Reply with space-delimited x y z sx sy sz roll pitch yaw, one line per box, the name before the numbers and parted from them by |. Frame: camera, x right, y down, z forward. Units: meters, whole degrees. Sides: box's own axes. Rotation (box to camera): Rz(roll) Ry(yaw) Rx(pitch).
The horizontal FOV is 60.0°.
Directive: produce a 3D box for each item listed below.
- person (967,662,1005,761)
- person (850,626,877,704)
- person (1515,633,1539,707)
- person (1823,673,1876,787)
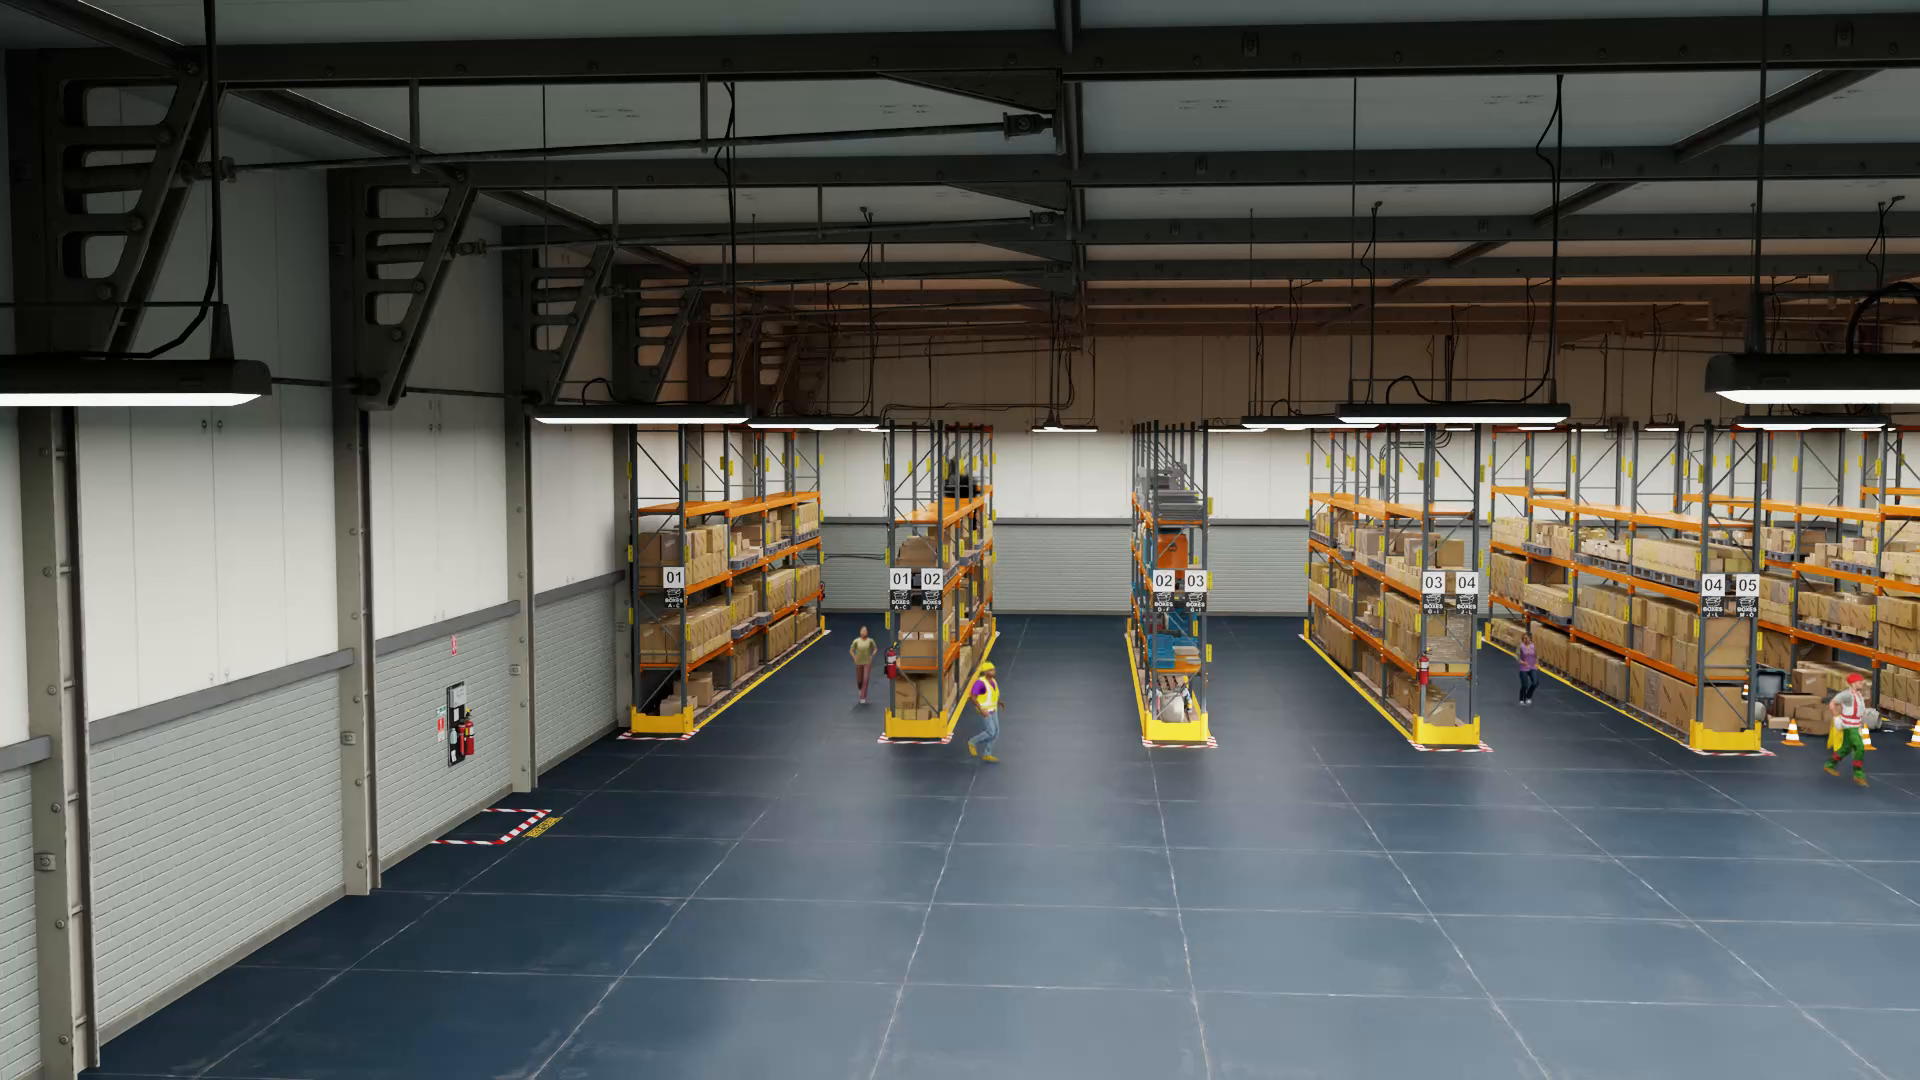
person | 0.447 3.010 29.274 0.577 1.737 0.719 2 4 32
person | -2.058 2.649 35.553 0.596 1.633 0.762 0 4 -5
person | 11.900 2.729 34.844 0.552 1.557 0.618 0 4 -1
person | 14.623 3.115 27.372 0.688 1.861 0.793 -3 5 -44
